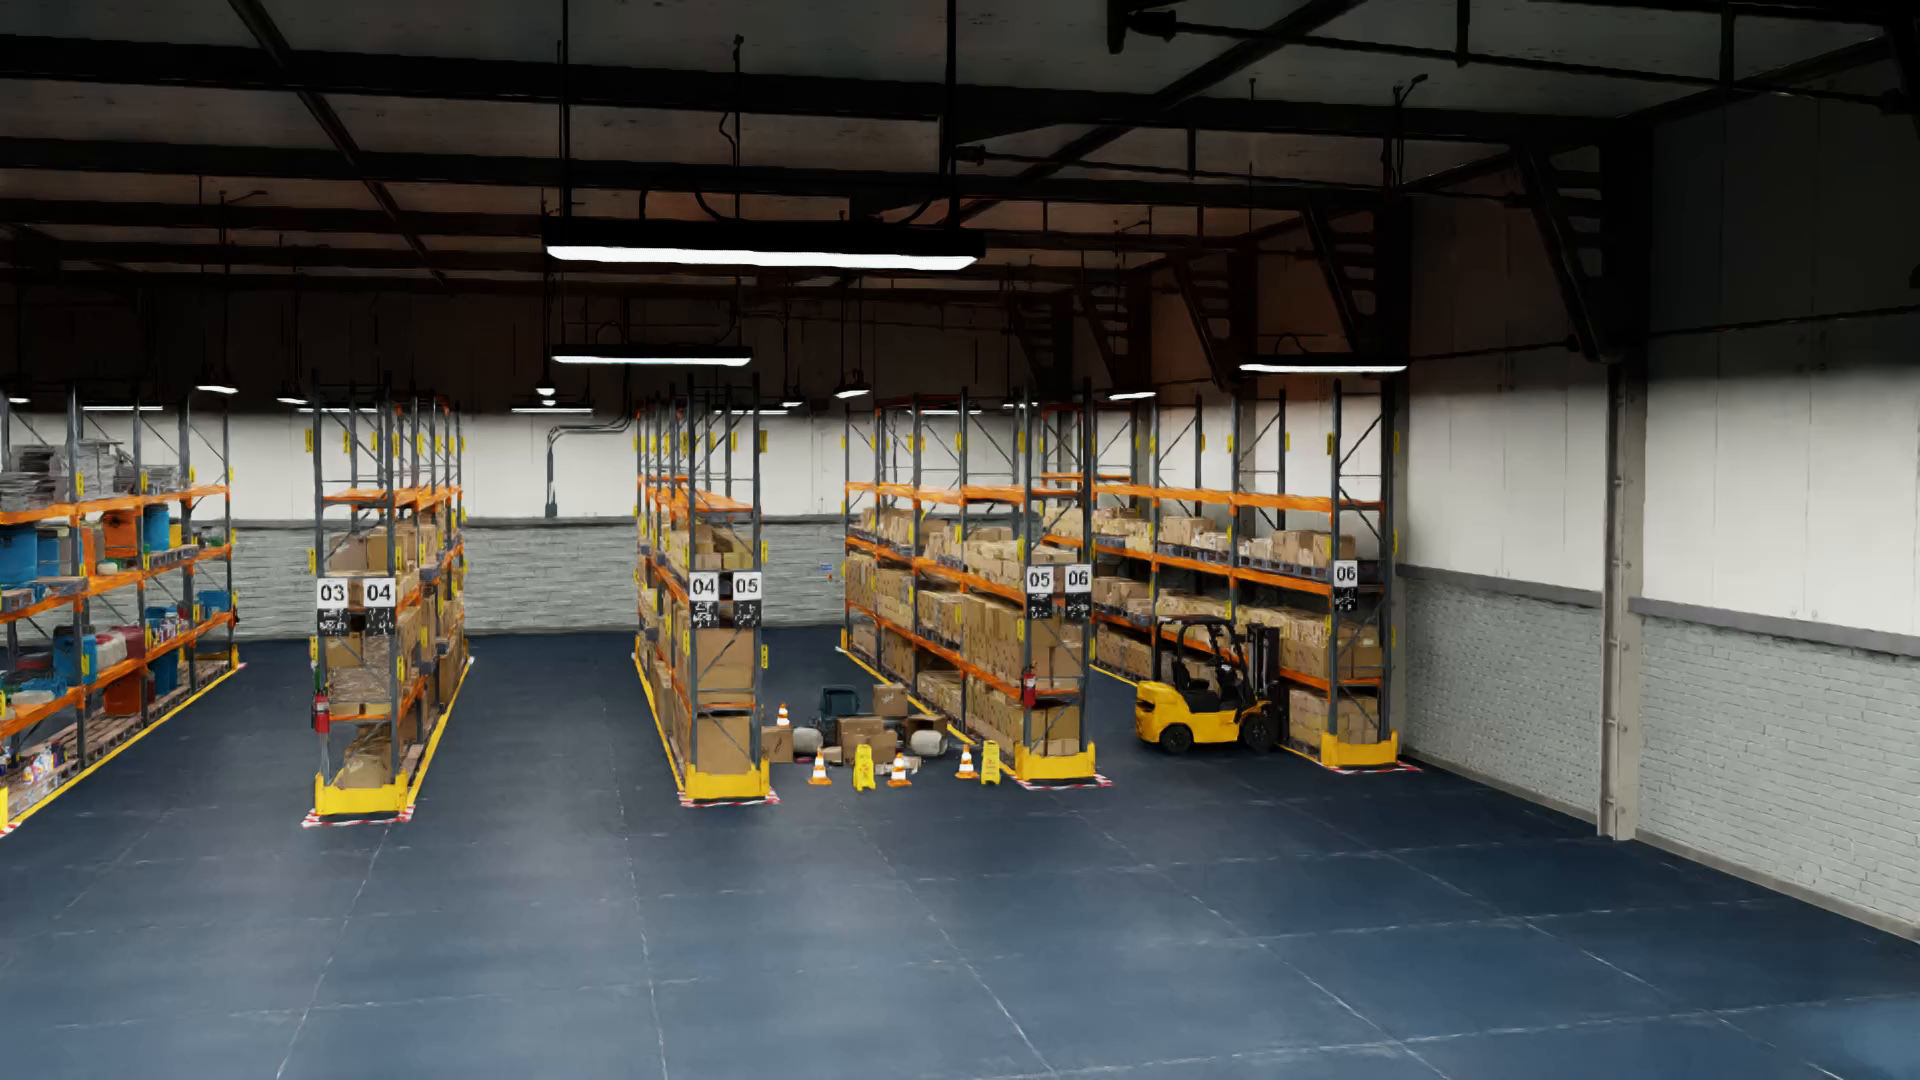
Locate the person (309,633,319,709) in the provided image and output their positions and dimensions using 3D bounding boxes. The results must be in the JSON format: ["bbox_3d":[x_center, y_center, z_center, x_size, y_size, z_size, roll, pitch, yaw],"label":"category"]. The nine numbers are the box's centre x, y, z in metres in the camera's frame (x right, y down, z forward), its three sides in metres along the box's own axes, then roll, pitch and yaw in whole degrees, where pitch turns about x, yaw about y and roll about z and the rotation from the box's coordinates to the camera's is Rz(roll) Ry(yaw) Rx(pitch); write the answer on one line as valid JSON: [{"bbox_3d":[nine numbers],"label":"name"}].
[{"bbox_3d":[-11.897,2.334,31.303,0.677,1.741,0.552,-1,3,-15],"label":"person"}]
